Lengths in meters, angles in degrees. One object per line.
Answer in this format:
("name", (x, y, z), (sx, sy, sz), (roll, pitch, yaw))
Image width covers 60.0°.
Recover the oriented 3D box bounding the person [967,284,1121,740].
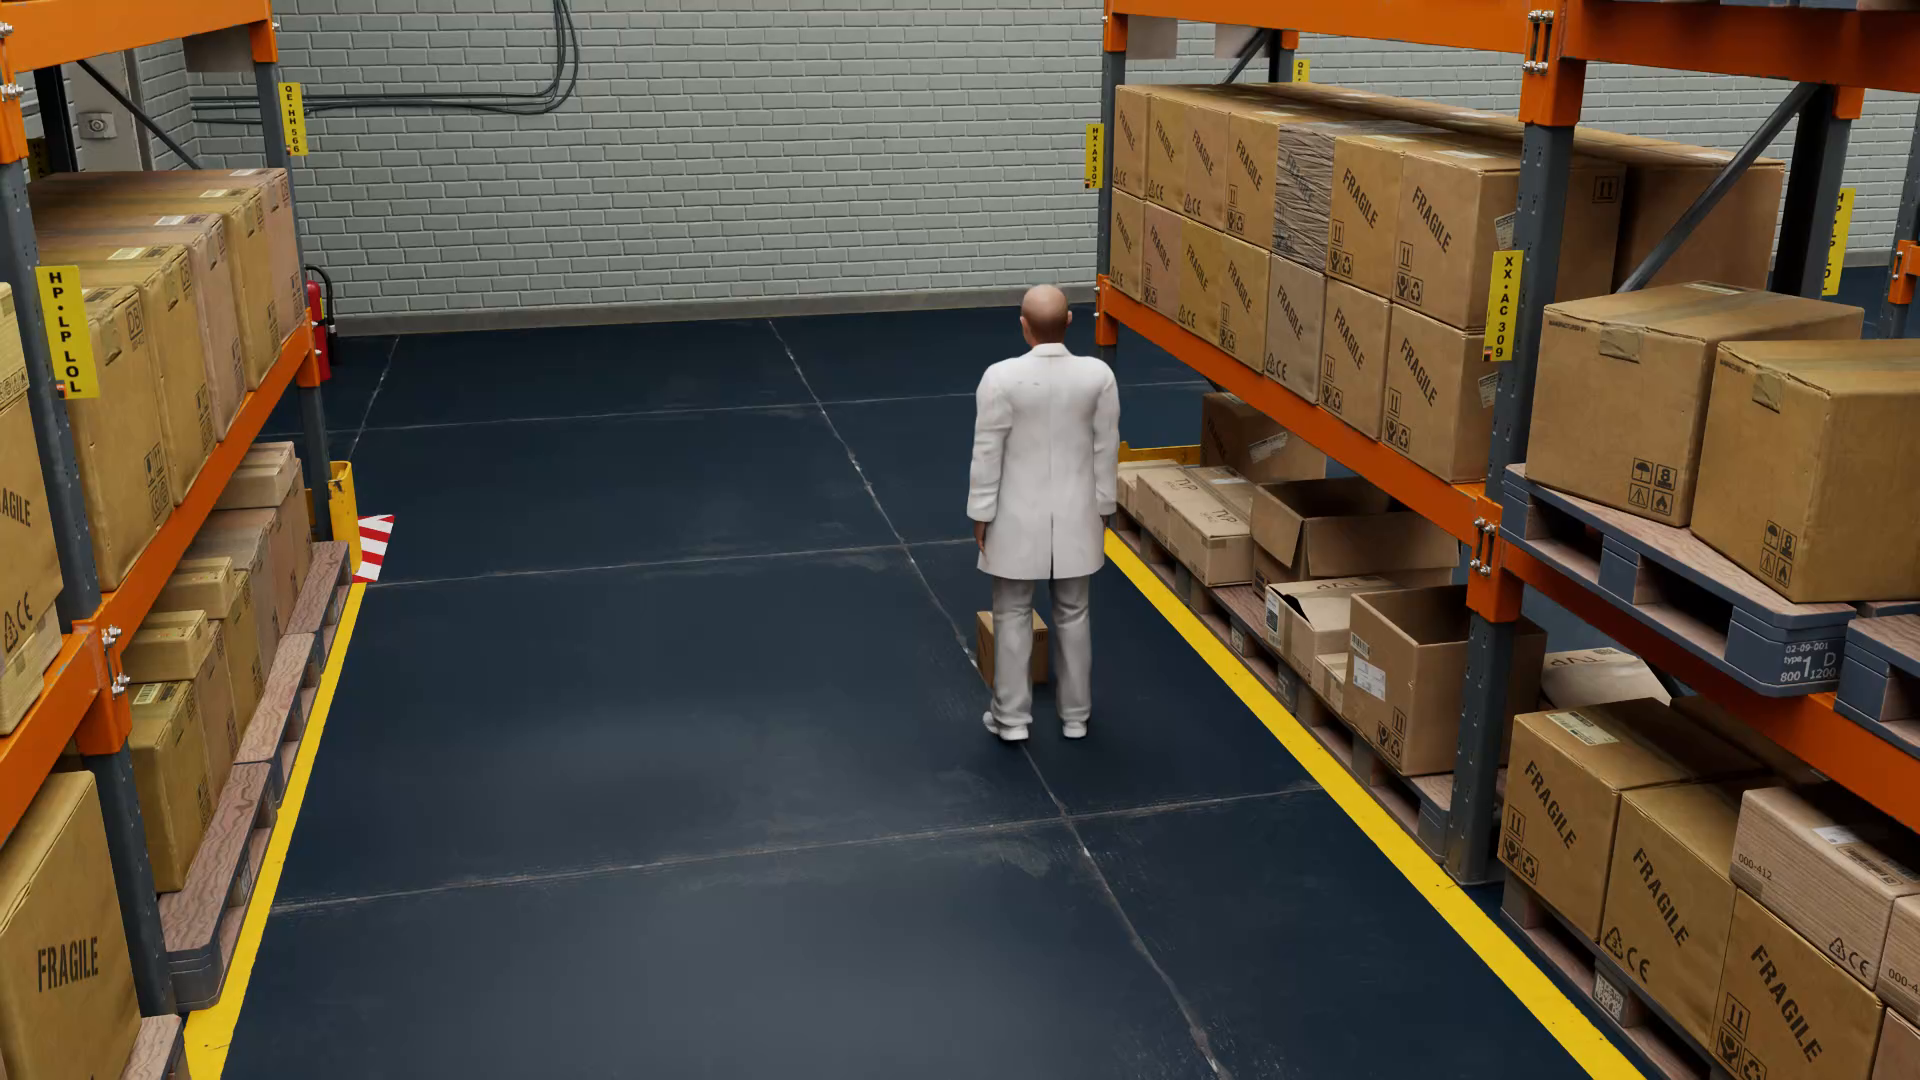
("person", (0.310, -0.078, 6.371), (0.588, 1.825, 0.404), (-3, 20, -9))
